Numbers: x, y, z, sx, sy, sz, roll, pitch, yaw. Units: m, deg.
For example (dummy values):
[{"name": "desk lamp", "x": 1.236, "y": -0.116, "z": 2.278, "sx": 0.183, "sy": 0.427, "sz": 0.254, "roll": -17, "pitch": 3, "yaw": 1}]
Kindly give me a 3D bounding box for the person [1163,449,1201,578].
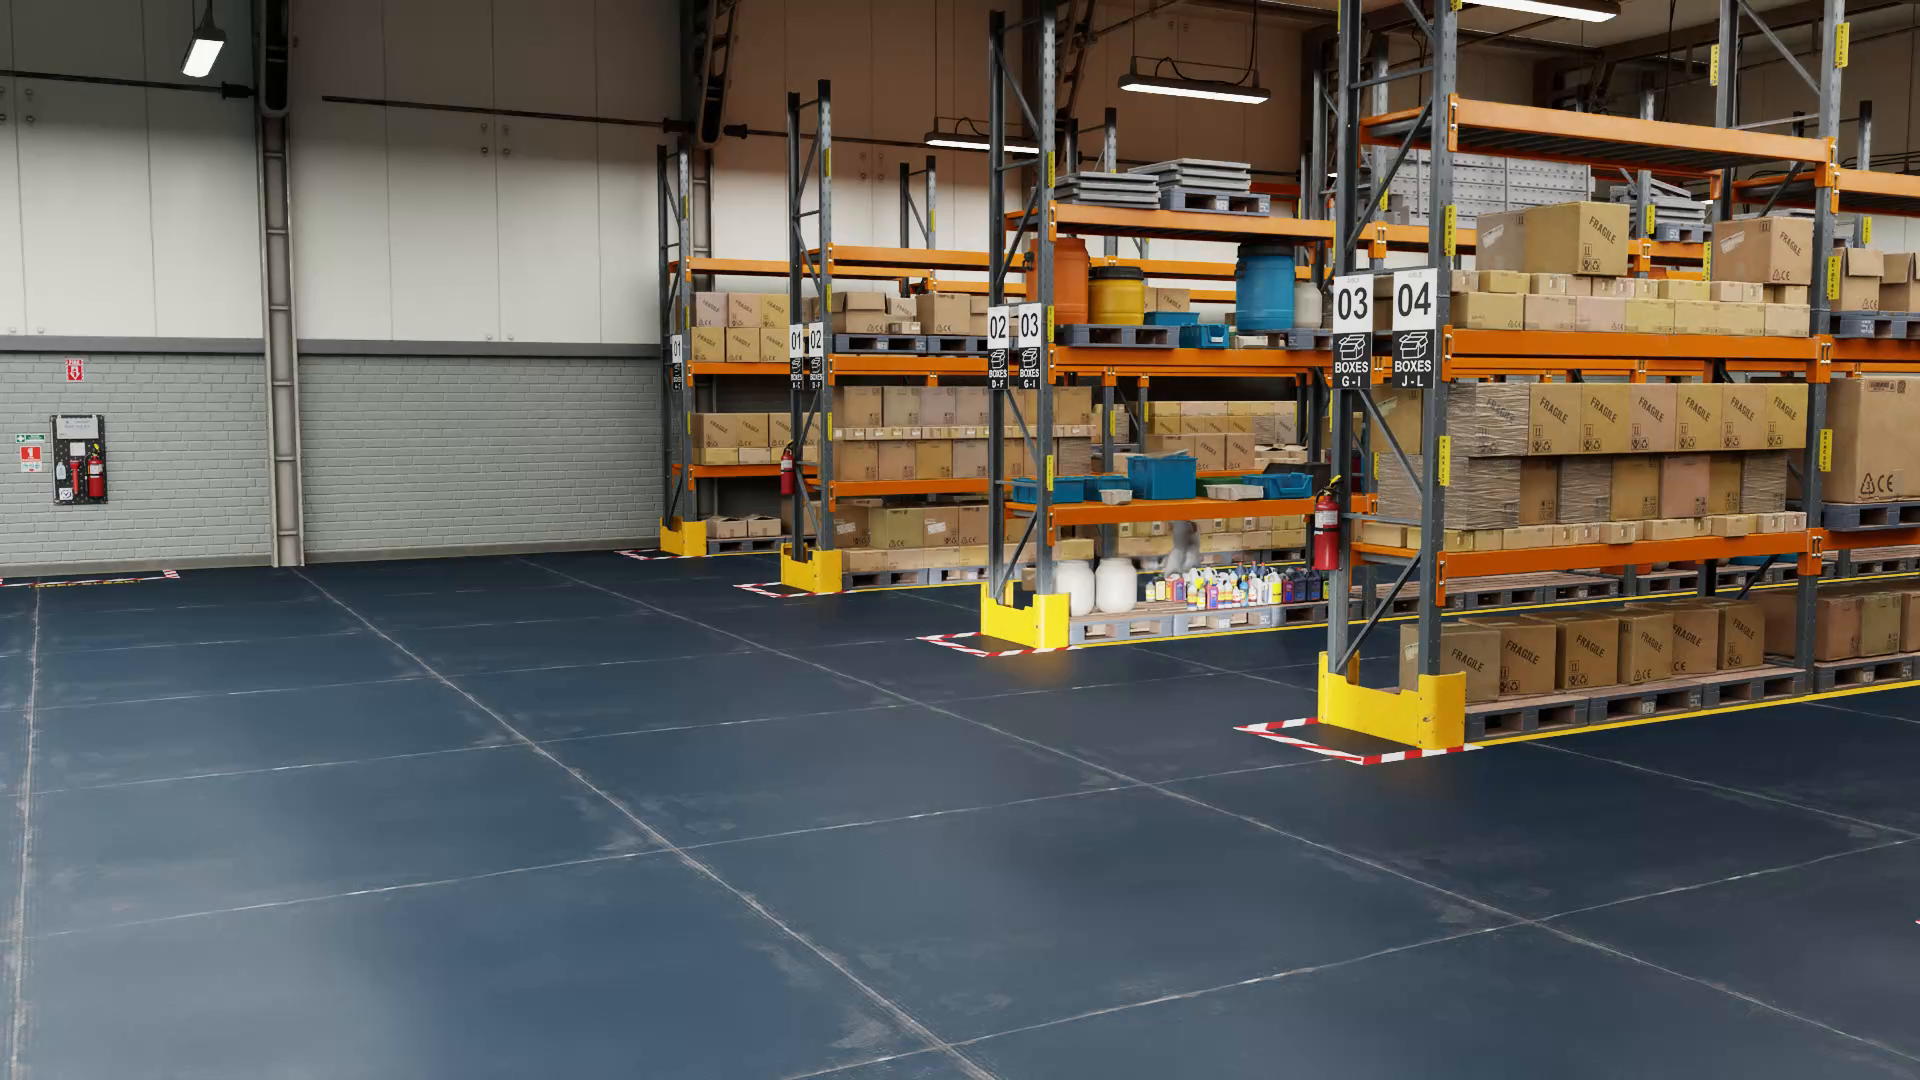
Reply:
[{"name": "person", "x": 2.685, "y": -0.221, "z": 19.994, "sx": 0.518, "sy": 1.751, "sz": 0.485, "roll": 0, "pitch": 5, "yaw": -5}]
